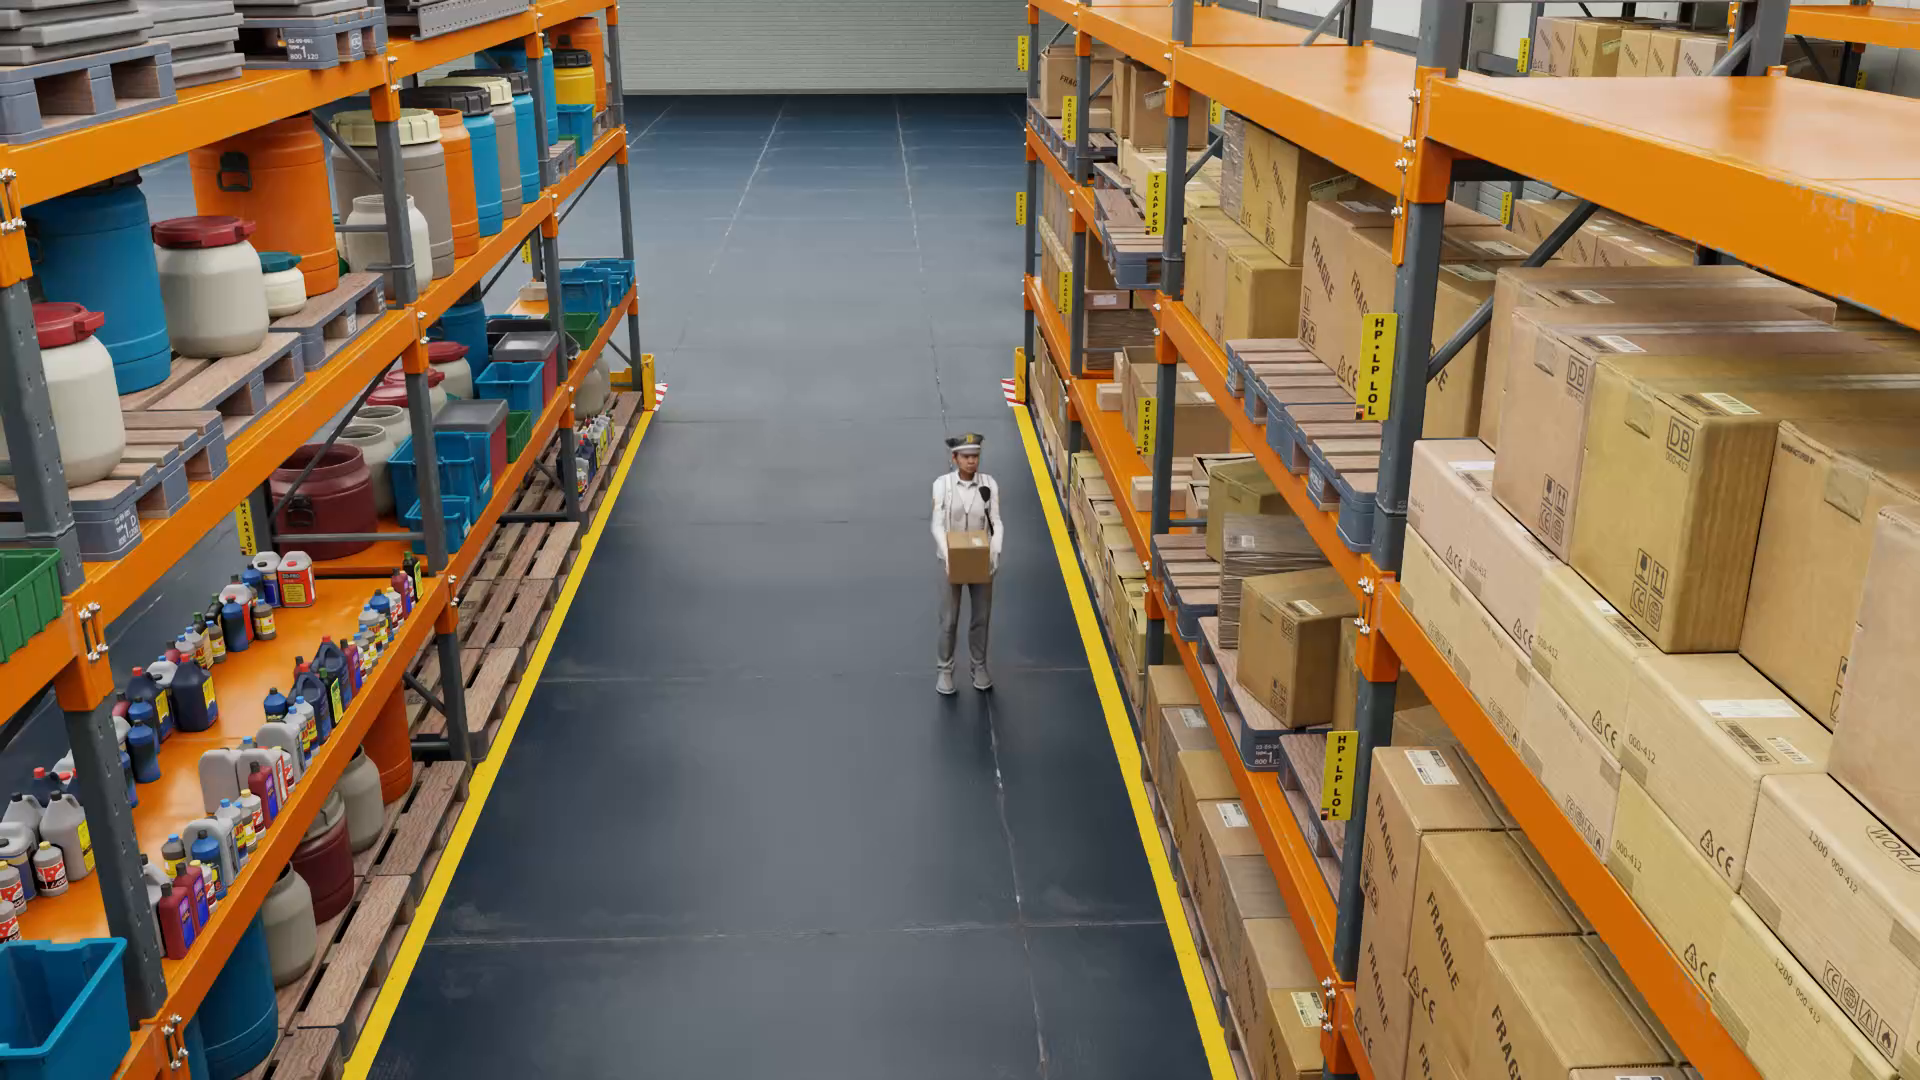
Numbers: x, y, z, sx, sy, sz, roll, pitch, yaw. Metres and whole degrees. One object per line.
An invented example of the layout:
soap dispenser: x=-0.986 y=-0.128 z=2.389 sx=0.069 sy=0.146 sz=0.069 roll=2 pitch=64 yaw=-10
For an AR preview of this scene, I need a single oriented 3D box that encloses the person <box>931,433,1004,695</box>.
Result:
person: x=0.051 y=0.149 z=10.628 sx=0.468 sy=1.697 sz=0.552 roll=-4 pitch=21 yaw=-11
